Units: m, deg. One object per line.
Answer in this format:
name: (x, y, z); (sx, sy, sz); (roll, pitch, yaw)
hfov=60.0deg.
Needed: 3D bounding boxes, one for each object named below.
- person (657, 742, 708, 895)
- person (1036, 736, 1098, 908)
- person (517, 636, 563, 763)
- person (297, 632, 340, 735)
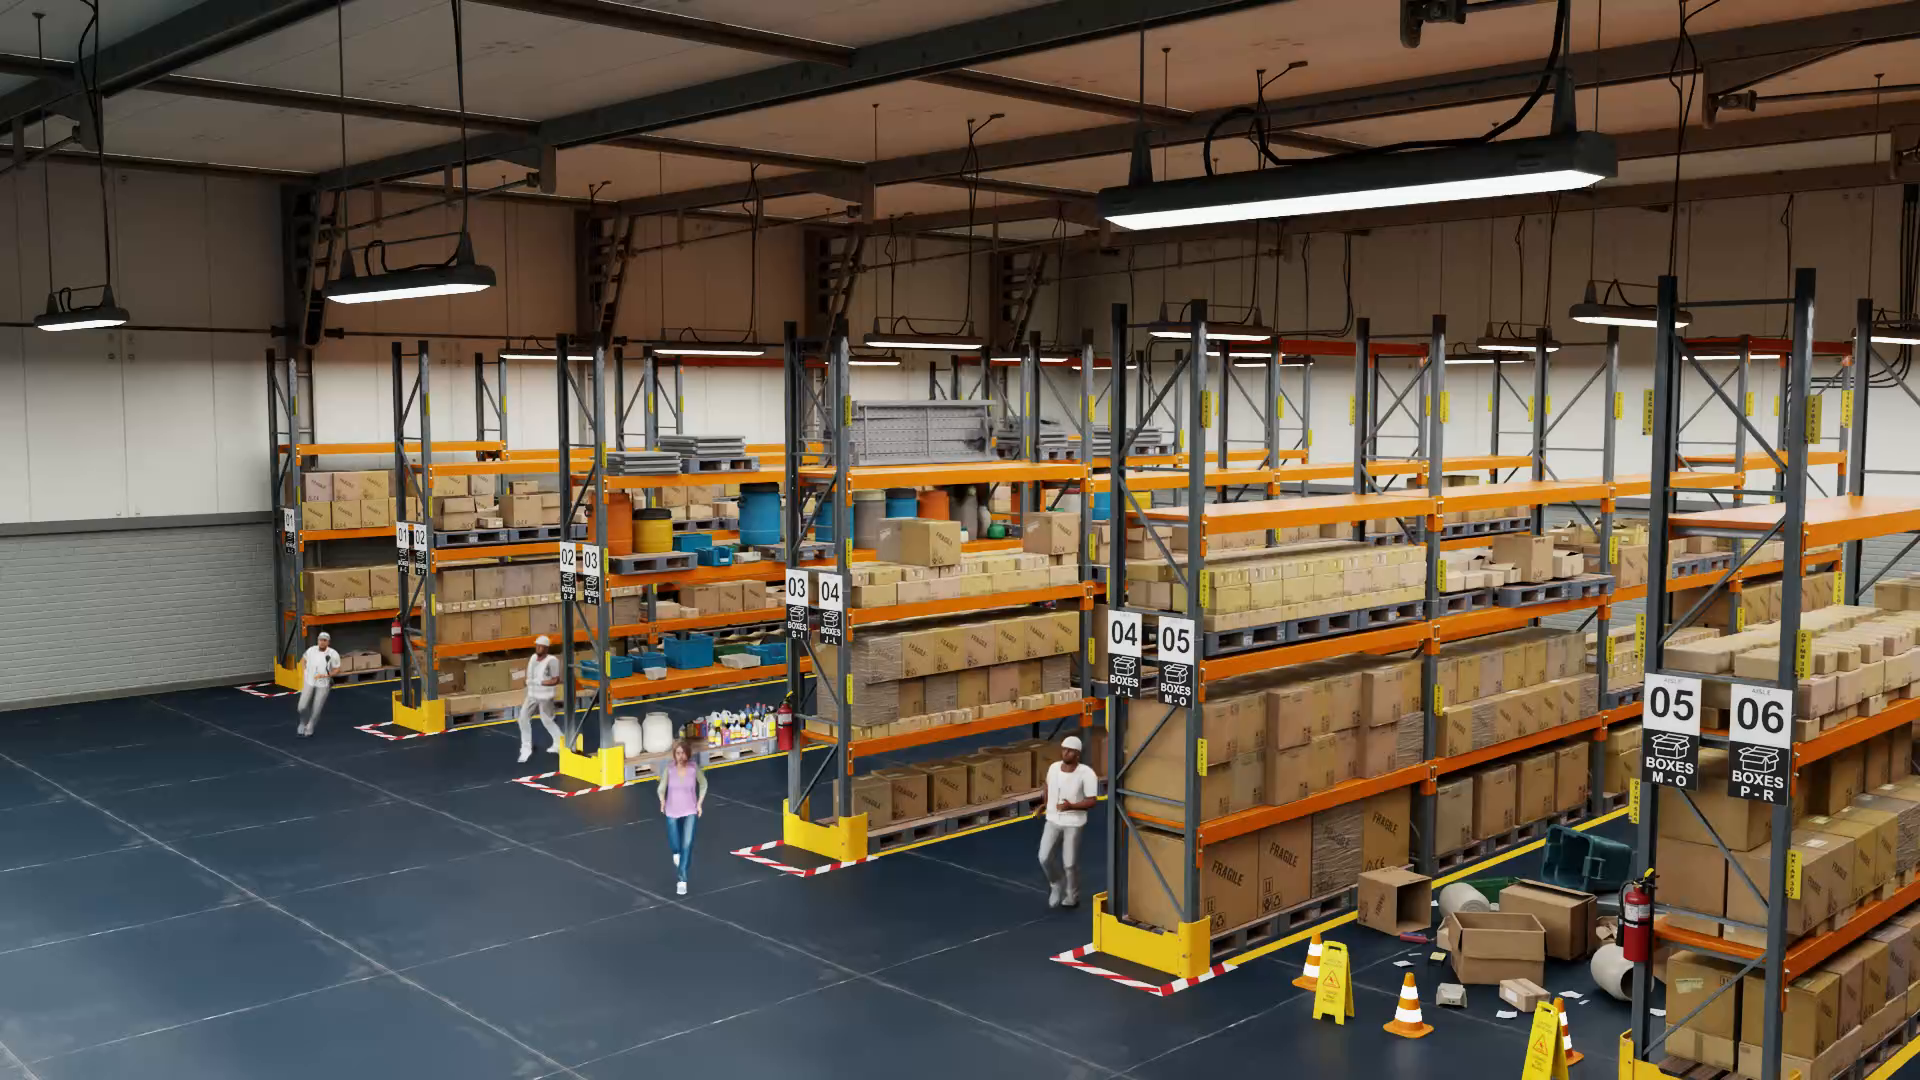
person: (-2.919, 2.878, 17.531); (0.526, 1.574, 0.756); (-1, 5, -7)
person: (1.048, 2.848, 16.731); (0.678, 1.746, 0.638); (3, 6, 29)
person: (-5.896, 2.260, 23.640); (0.679, 1.833, 0.766); (3, 6, 32)
person: (-9.741, 2.183, 25.201); (0.684, 1.588, 0.539); (-1, 5, -9)
